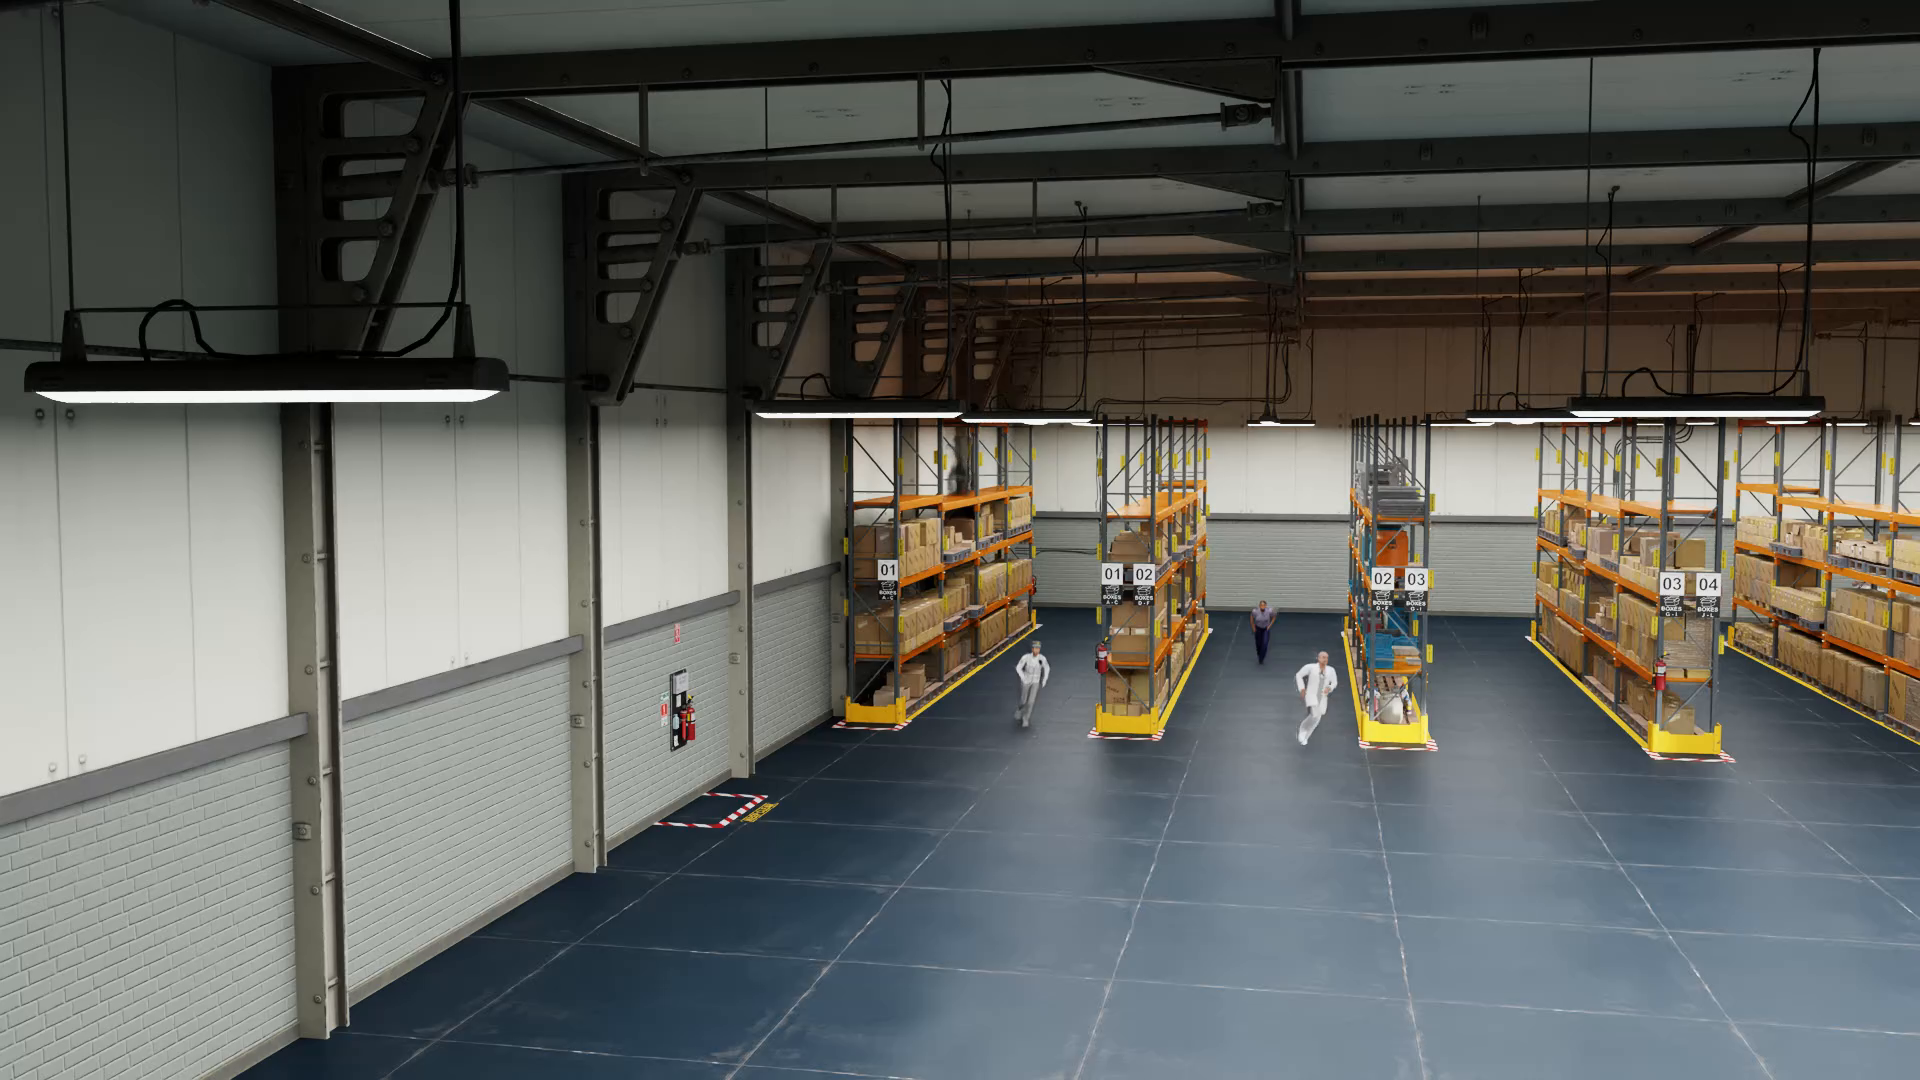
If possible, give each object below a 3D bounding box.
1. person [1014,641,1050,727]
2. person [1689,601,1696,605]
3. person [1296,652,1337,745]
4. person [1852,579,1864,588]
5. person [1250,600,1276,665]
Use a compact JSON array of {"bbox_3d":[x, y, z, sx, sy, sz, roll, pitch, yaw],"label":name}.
[{"bbox_3d":[1.415,2.768,32.299,0.666,1.655,0.650,-1,4,-8],"label":"person"},{"bbox_3d":[19.076,1.990,43.677,0.701,1.653,0.624,2,4,30],"label":"person"},{"bbox_3d":[6.482,2.863,30.083,0.733,1.690,0.625,-1,4,-12],"label":"person"},{"bbox_3d":[24.130,1.838,44.747,0.994,1.772,0.676,1,4,14],"label":"person"},{"bbox_3d":[7.418,2.249,40.779,0.606,1.601,0.818,0,4,5],"label":"person"}]
